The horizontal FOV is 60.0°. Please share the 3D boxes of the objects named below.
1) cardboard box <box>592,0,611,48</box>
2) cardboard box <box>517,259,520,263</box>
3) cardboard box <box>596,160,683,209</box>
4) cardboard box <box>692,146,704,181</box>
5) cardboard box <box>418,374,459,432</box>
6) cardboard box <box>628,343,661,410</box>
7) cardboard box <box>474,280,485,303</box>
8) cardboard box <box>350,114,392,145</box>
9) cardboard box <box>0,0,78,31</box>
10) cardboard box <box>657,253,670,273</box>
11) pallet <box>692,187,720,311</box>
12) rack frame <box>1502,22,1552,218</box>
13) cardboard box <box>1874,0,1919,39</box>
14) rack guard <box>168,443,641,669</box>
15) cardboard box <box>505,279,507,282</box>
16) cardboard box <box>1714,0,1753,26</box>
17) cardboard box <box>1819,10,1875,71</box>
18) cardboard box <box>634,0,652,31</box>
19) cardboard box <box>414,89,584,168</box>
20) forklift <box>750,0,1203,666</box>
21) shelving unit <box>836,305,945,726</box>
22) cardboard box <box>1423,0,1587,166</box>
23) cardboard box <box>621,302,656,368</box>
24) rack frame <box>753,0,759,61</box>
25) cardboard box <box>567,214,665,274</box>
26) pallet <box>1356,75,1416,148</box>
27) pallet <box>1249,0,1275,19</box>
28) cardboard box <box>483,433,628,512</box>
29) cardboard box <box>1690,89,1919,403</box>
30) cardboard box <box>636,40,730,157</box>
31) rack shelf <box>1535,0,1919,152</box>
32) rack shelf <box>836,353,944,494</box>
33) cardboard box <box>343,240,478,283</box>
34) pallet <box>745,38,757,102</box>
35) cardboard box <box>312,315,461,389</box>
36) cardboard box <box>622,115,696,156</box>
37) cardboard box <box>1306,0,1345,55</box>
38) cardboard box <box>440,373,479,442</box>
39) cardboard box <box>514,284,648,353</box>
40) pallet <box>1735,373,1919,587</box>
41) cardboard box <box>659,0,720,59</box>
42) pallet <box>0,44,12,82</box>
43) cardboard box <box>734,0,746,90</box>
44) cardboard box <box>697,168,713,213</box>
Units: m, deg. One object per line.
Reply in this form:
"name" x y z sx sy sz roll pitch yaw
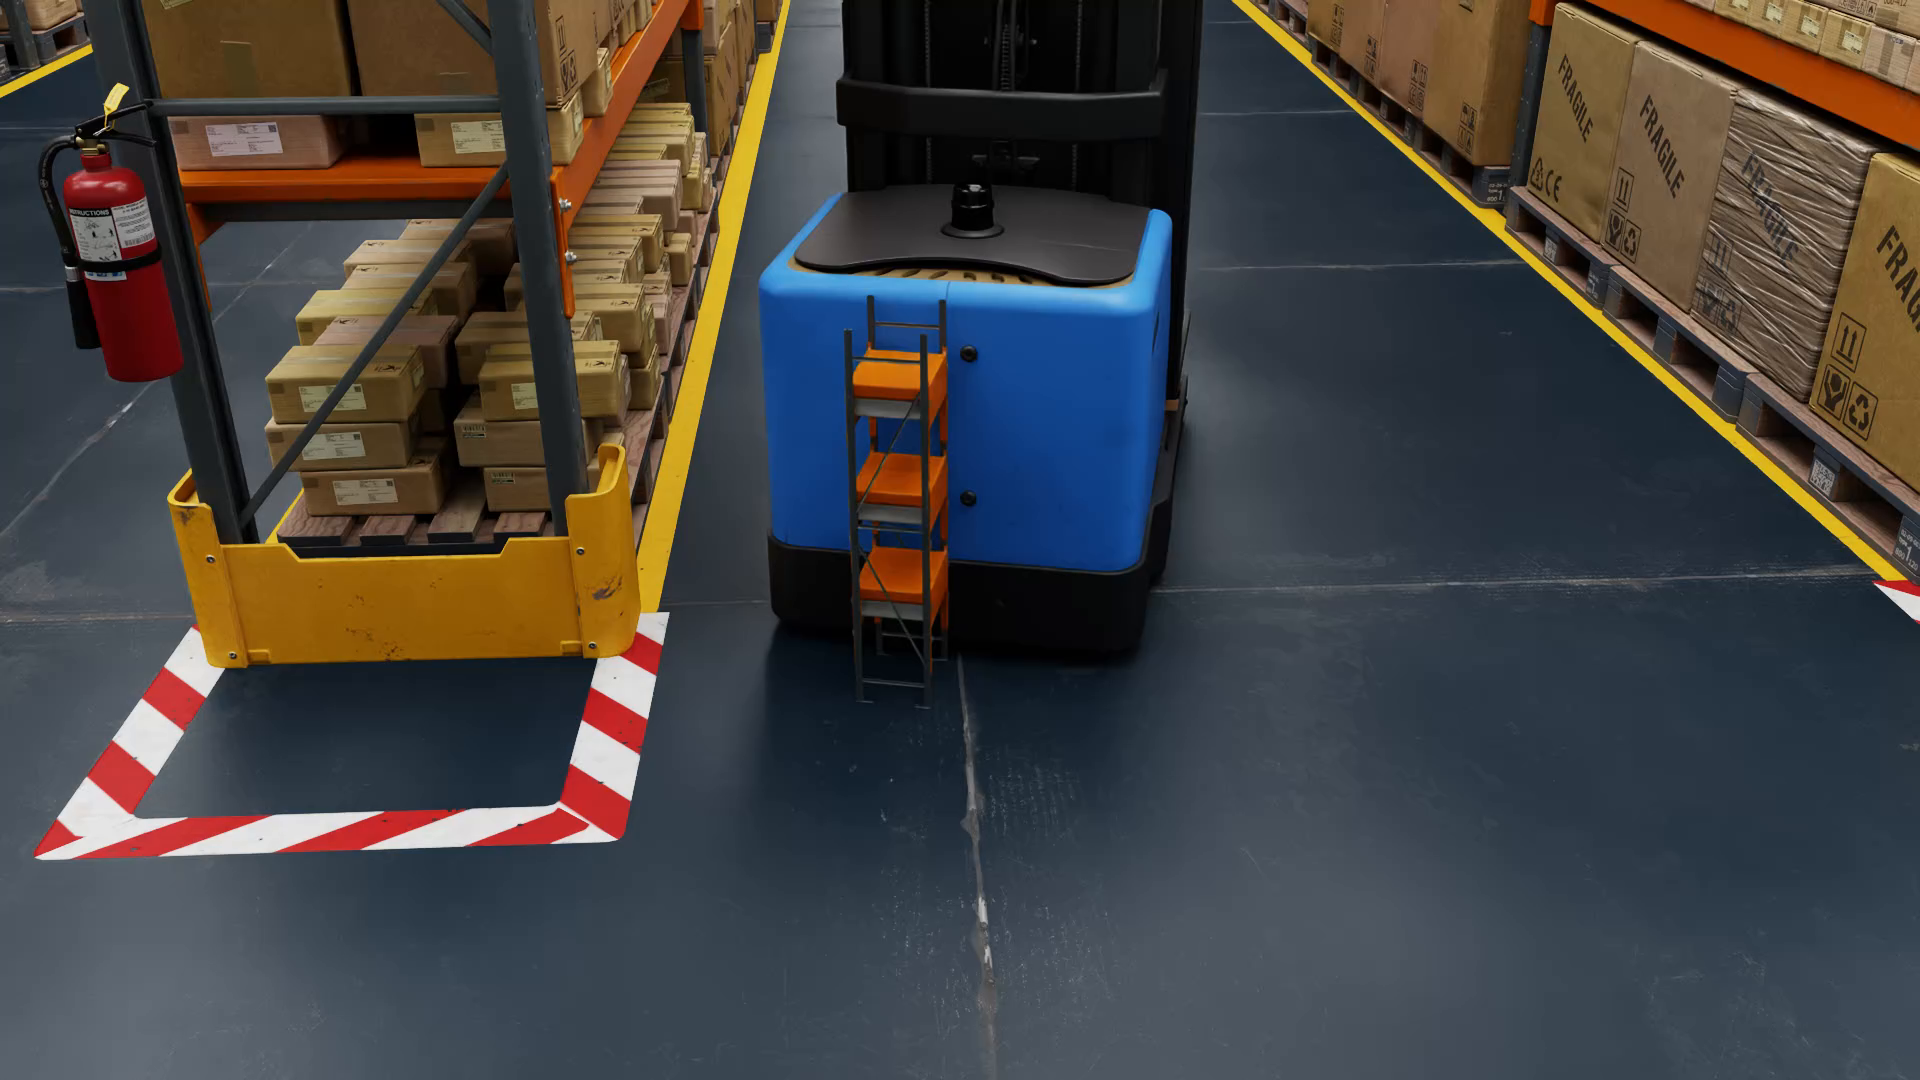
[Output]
"cardboard box" -1.310 -1.671 4.780 0.500 0.500 0.500 -1 28 -3
"cardboard box" -1.916 -1.163 6.544 0.380 0.149 0.250 -2 28 -3
"cardboard box" -1.325 -1.433 6.739 0.380 0.149 0.250 -3 28 -5
"cardboard box" -1.358 -1.673 7.521 0.380 0.149 0.250 -3 28 -5
"cardboard box" -1.782 -0.447 5.170 0.380 0.149 0.250 -2 28 -4
"cardboard box" -1.236 -0.560 5.709 0.380 0.149 0.250 -1 28 -2
"cardboard box" -1.891 -0.804 5.854 0.380 0.149 0.250 -1 28 -2
"cardboard box" -1.784 -1.182 4.545 0.380 0.149 0.250 -1 28 -3
"cardboard box" -6.885 -3.845 11.765 0.950 0.372 0.625 -3 28 -6
"cardboard box" -1.357 -1.031 6.611 0.380 0.149 0.250 -1 28 -2
"pallet" -1.648 -1.336 7.582 1.003 0.211 1.213 -1 28 -3
"rack frame" 3.240 -2.954 7.671 1.000 3.000 0.127 -1 28 -3
"cardboard box" 3.133 -1.624 4.961 0.500 0.250 0.500 -2 28 -4
"rack guard" -1.514 0.039 4.634 1.175 0.500 0.348 -1 28 -3
"cardboard box" -1.822 -0.910 6.380 0.380 0.149 0.250 -1 28 -1
"cardboard box" 3.006 -1.979 6.071 0.380 0.149 0.250 -2 28 -4
"cardboard box" 3.047 -1.624 5.391 0.380 0.149 0.250 -2 28 -4
"cardboard box" -1.316 -1.923 5.966 0.380 0.149 0.250 -1 28 -2
"cardboard box" -1.199 -1.080 4.349 0.380 0.149 0.250 -2 28 -3
"forklift" 0.215 -1.622 5.190 1.130 2.935 3.031 5 28 9
"shelving unit" -0.167 -0.047 4.204 0.215 1.050 0.252 5 28 9
"cardboard box" 3.187 -2.494 8.631 1.225 0.875 0.875 -1 28 -2
"cardboard box" -1.245 -0.696 5.648 0.380 0.149 0.250 -1 28 -1
"rack frame" -1.927 -4.729 11.072 1.000 3.000 0.127 -1 28 -3
"cardboard box" -1.286 -1.077 6.058 0.380 0.149 0.250 -1 28 -2
"pallet" 3.058 -2.637 10.078 1.003 0.211 1.213 -1 28 -3
"pallet" 2.931 -4.488 13.627 1.003 0.211 1.213 -1 28 -3
"cardboard box" -1.217 -0.206 5.030 0.380 0.149 0.250 -1 28 -2
"cardboard box" 3.288 -1.065 5.892 0.875 0.875 0.875 -1 28 -3
"cardboard box" -1.492 -2.307 8.678 0.500 0.500 0.500 0 28 -1
"rack shelf" 3.344 -1.712 6.066 1.077 0.370 4.000 -1 28 -3
"rack shelf" -0.167 -0.289 4.078 0.215 0.259 0.240 5 28 9
"cardboard box" -1.906 -0.936 5.787 0.380 0.149 0.250 0 28 -1
"pallet" -1.888 -3.131 11.025 1.003 0.211 1.213 -1 28 -3
"cardboard box" -1.746 -0.576 5.096 0.380 0.149 0.250 -1 28 -2
"cardboard box" -1.387 -1.792 7.428 0.380 0.149 0.250 -1 28 -2
"cardboard box" 3.046 -3.727 10.995 1.225 0.875 0.875 -3 28 -5
"cardboard box" -1.788 -0.435 5.468 0.380 0.149 0.250 -2 28 -3
"cardboard box" -1.217 -0.714 5.361 0.380 0.149 0.250 -1 28 -3
"pallet" 3.329 -0.238 5.478 1.003 0.211 1.213 -1 28 -3
"cardboard box" -1.493 -2.639 8.505 0.500 0.250 0.500 -3 28 -5
"pallet" -6.899 -2.960 10.697 1.003 0.211 1.213 -1 28 -3
"cardboard box" -1.565 -3.025 10.055 0.500 0.500 0.500 -3 28 -5
"cardboard box" -1.358 -1.631 7.761 0.380 0.149 0.250 -1 28 -2
